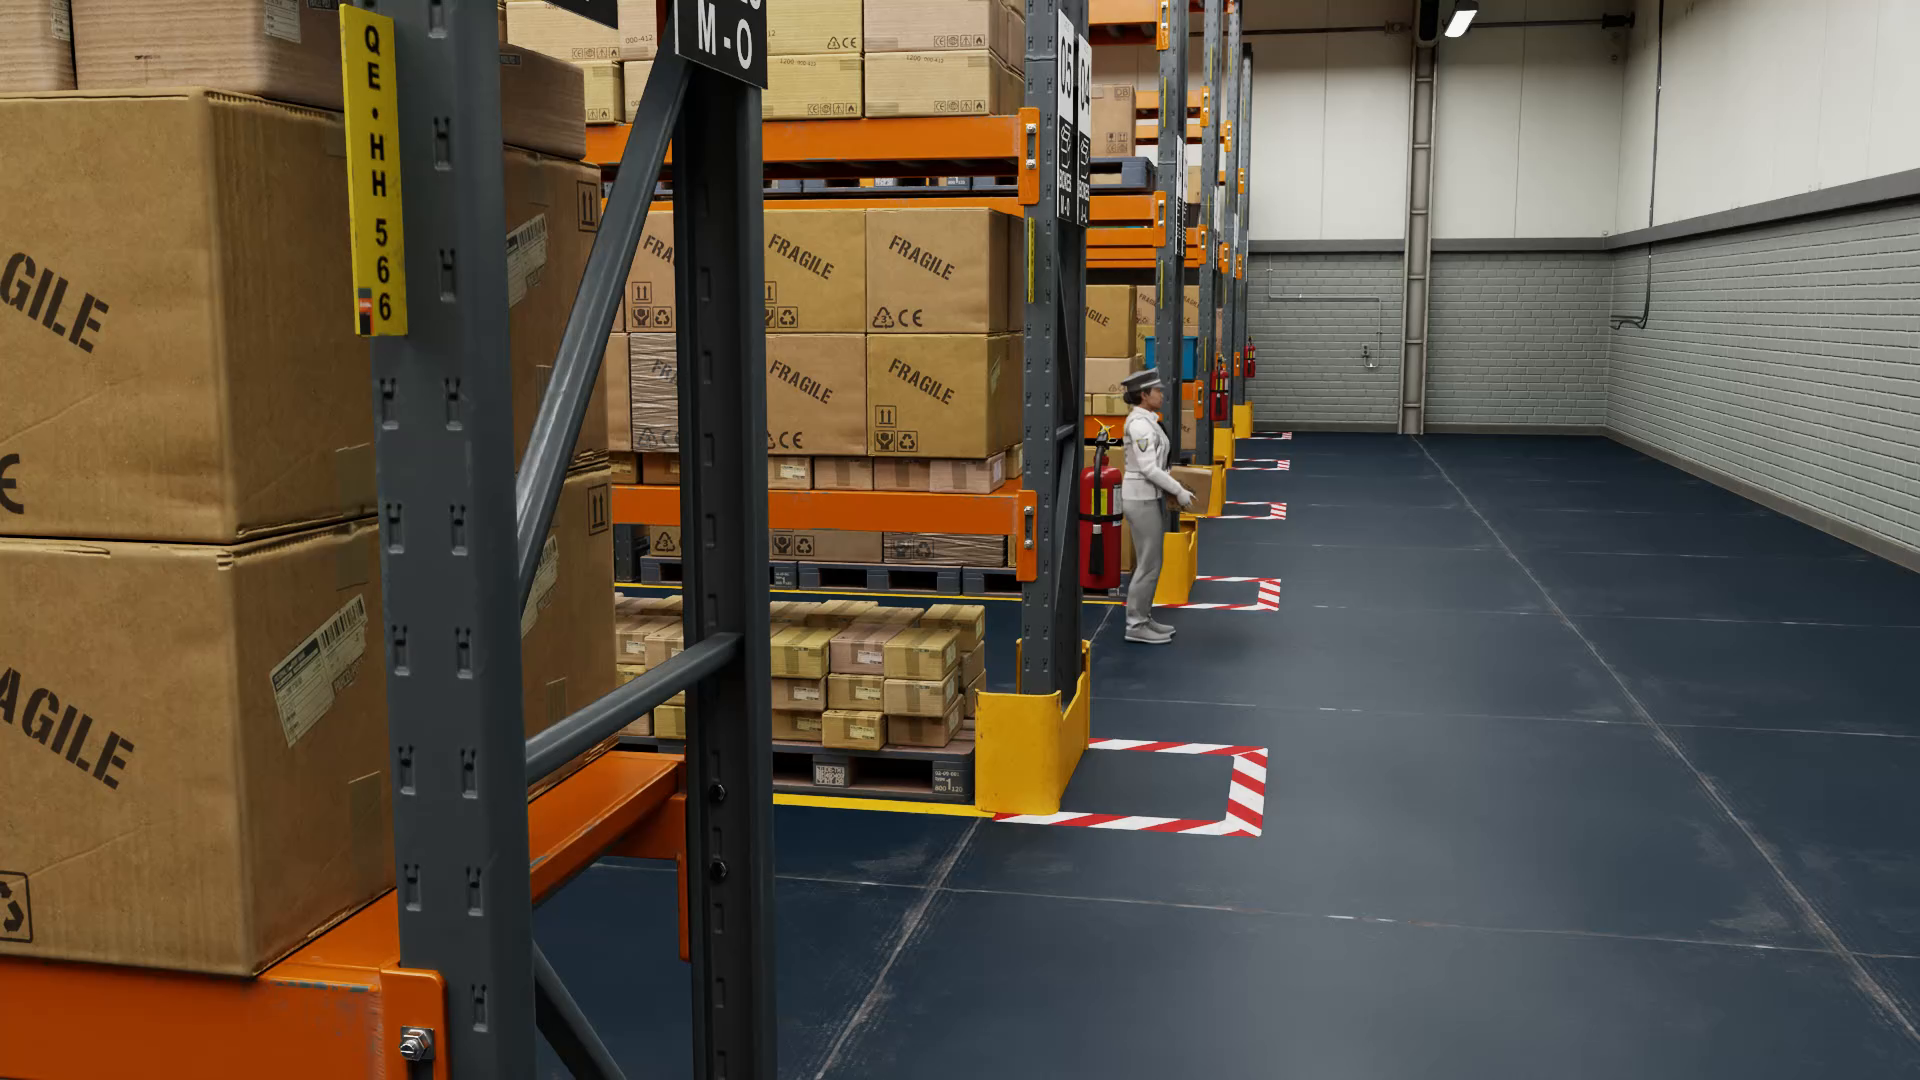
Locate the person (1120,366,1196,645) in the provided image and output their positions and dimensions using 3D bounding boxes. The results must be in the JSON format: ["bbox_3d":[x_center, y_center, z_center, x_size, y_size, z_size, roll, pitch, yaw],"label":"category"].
[{"bbox_3d":[1.225,-0.222,10.276,0.489,1.692,0.489,2,8,11],"label":"person"}]
